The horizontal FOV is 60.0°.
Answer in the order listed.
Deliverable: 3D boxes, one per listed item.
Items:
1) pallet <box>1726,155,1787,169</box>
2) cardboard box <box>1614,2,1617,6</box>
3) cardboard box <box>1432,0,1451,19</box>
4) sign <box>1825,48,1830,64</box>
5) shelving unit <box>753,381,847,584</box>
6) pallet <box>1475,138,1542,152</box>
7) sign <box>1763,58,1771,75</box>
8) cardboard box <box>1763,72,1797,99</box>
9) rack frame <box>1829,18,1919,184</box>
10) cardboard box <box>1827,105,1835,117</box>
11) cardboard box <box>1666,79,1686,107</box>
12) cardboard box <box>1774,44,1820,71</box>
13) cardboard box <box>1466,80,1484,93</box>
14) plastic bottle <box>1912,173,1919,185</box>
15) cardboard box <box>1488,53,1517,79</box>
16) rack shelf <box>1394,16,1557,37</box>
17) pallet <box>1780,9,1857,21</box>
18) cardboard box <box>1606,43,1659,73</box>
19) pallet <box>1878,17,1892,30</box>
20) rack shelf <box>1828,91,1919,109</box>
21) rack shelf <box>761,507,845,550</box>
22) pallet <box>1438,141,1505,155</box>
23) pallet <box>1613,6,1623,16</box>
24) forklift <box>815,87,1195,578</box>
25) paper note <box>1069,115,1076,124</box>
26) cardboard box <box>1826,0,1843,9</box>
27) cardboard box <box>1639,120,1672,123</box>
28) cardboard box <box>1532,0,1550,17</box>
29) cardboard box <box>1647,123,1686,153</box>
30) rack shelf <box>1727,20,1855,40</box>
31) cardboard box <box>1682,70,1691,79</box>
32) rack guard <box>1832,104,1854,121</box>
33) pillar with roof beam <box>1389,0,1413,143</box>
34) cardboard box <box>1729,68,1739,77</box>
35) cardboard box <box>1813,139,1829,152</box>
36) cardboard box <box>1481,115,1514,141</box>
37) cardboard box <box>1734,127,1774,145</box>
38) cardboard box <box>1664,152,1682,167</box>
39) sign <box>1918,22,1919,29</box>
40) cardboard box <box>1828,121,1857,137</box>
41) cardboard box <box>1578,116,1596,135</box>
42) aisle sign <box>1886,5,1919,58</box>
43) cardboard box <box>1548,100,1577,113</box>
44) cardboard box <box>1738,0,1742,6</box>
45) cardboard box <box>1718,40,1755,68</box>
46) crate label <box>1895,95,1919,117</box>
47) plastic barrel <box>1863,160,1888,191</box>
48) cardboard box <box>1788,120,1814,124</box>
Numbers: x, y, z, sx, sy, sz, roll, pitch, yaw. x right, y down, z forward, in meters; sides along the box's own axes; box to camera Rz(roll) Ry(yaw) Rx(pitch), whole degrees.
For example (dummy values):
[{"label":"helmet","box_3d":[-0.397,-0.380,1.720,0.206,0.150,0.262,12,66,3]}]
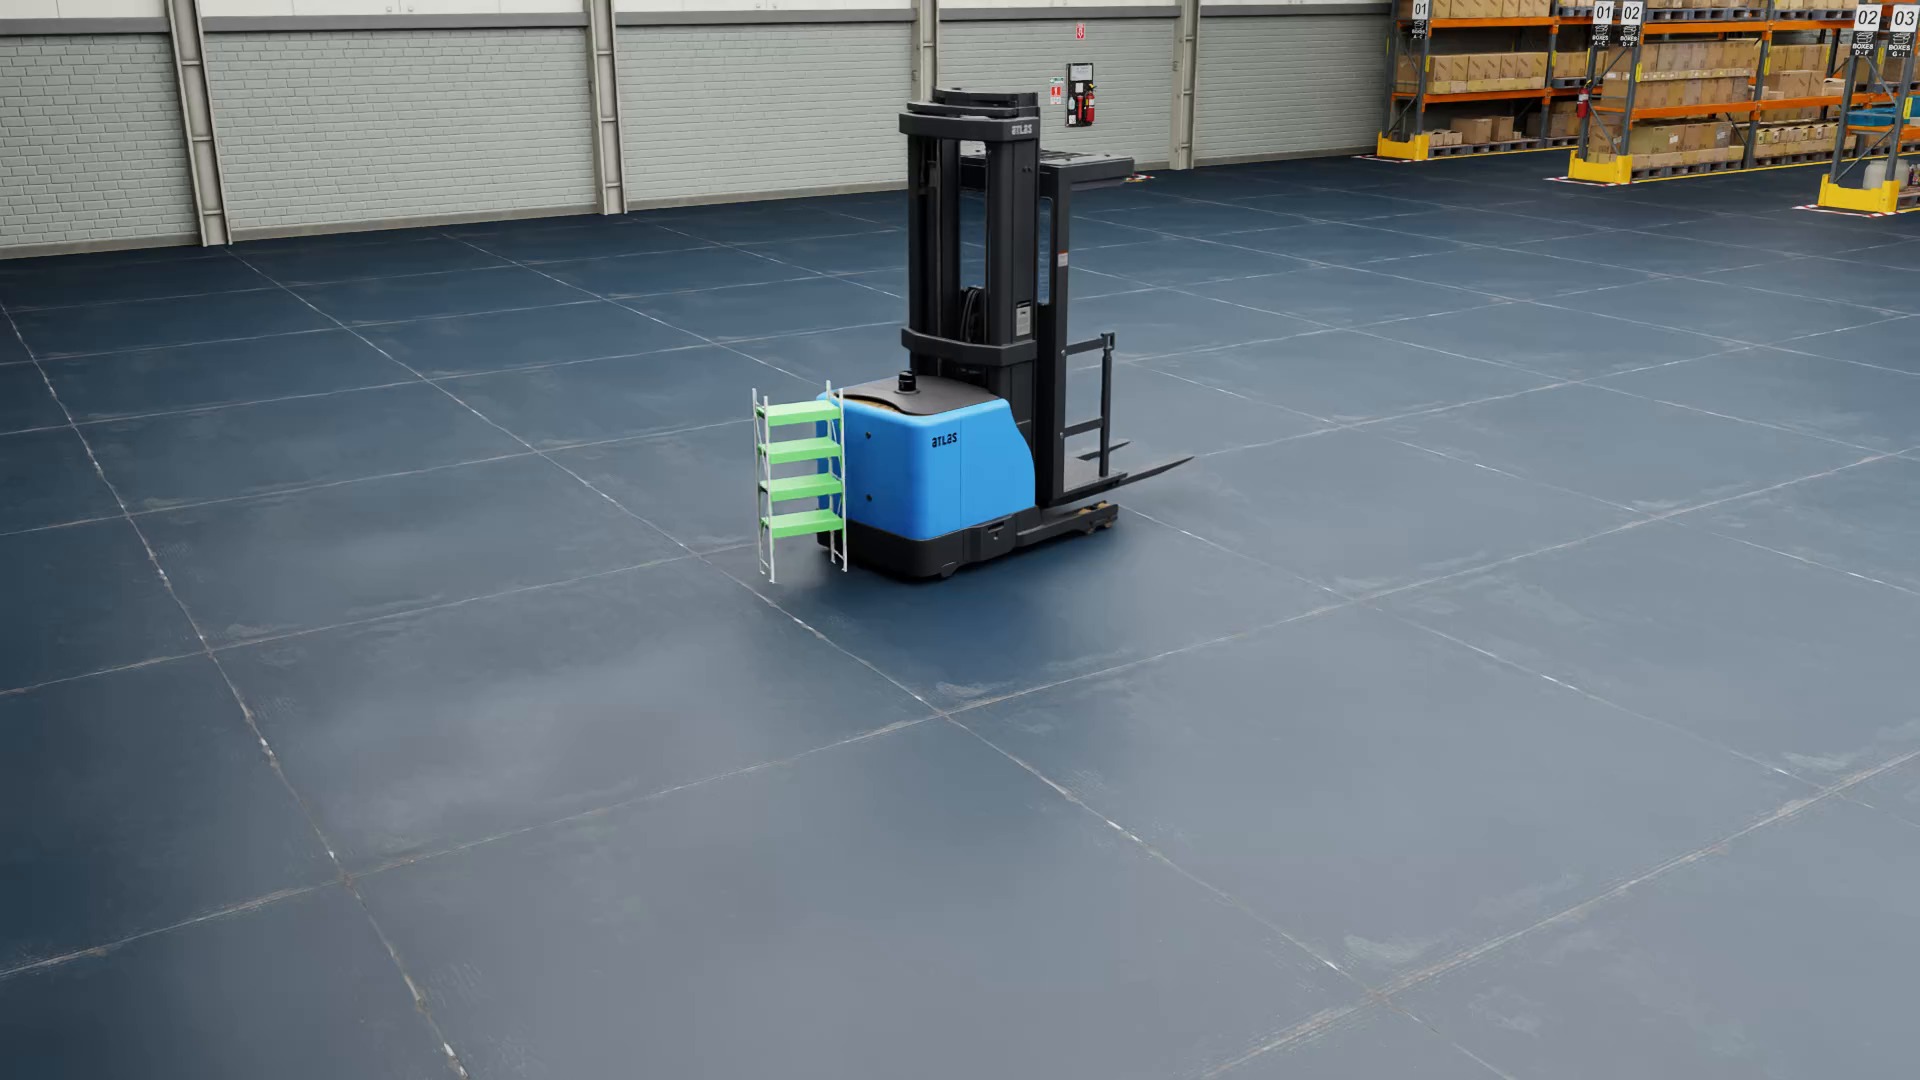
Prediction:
[{"label":"pallet","box_3d":[15.966,-7.723,33.759,1.213,0.211,1.003,-12,22,-31]},{"label":"cardboard box","box_3d":[14.851,-12.209,37.797,0.637,0.503,0.797,-9,20,-24]},{"label":"cardboard box","box_3d":[9.720,-10.993,34.208,0.500,0.500,0.500,-11,22,-30]},{"label":"sign","box_3d":[18.406,-10.263,35.234,0.005,0.325,0.100,-12,22,-31]},{"label":"shelving unit","box_3d":[-1.002,-0.363,10.444,0.503,1.200,0.258,-8,20,-23]},{"label":"pallet","box_3d":[12.103,-8.779,36.884,1.213,0.211,1.003,-12,22,-31]},{"label":"sign","box_3d":[15.678,-9.203,32.308,0.005,0.325,0.100,-12,22,-31]},{"label":"cardboard box","box_3d":[16.462,-9.175,33.544,0.500,0.500,0.500,-10,21,-28]},{"label":"rack frame","box_3d":[14.752,-6.874,26.893,0.127,3.000,1.000,-12,22,-31]},{"label":"cardboard box","box_3d":[22.137,-11.207,42.957,0.500,0.500,0.700,-12,22,-31]},{"label":"cardboard box","box_3d":[13.282,-8.505,31.563,0.500,0.500,0.700,-12,22,-31]},{"label":"cardboard box","box_3d":[21.003,-12.128,41.968,0.700,0.700,0.980,-13,23,-34]},{"label":"cardboard box","box_3d":[10.740,-9.646,35.298,0.500,0.250,0.500,-12,22,-32]},{"label":"plastic bottle","box_3d":[16.471,-6.229,28.667,0.097,0.201,0.097,0,19,0]},{"label":"cardboard box","box_3d":[11.579,-10.181,35.707,0.500,0.500,0.500,-13,22,-33]},{"label":"rack shelf","box_3d":[10.974,-10.956,35.408,4.000,0.370,1.077,-12,22,-31]},{"label":"pallet","box_3d":[17.263,-10.599,33.523,1.213,0.211,1.003,-11,21,-29]},{"label":"cardboard box","box_3d":[12.472,-8.949,30.851,0.500,0.500,0.700,-12,22,-31]},{"label":"pallet","box_3d":[15.497,-8.325,26.796,1.213,0.211,1.003,-12,22,-31]},{"label":"rack shelf","box_3d":[20.383,-9.620,36.139,4.000,0.370,1.077,-12,22,-31]},{"label":"rack shelf","box_3d":[-1.002,-0.075,10.541,0.480,0.148,0.258,-8,20,-23]},{"label":"pallet","box_3d":[11.083,-8.563,36.245,1.213,0.211,1.003,-12,22,-31]},{"label":"pallet","box_3d":[14.083,-11.824,37.145,1.003,0.211,1.213,-12,22,-31]},{"label":"forklift","box_3d":[0.450,-1.538,11.217,1.130,2.935,3.031,18,25,42]},{"label":"paper note","box_3d":[2.131,-7.966,31.500,0.142,0.148,0.016,-12,22,-31]},{"label":"cardboard box","box_3d":[17.453,-10.867,33.601,0.500,0.250,0.500,-12,22,-32]},{"label":"cardboard box","box_3d":[13.561,-7.893,32.374,0.500,0.500,0.500,-12,22,-31]},{"label":"cardboard box","box_3d":[12.356,-11.550,35.856,0.500,0.500,0.500,-11,22,-30]},{"label":"cardboard box","box_3d":[13.428,-7.666,31.703,0.500,0.500,0.500,-12,22,-31]},{"label":"rack shelf","box_3d":[17.042,-10.336,33.575,4.000,0.370,1.077,-12,22,-31]},{"label":"cardboard box","box_3d":[13.552,-8.793,31.401,0.250,0.149,0.380,-12,22,-32]},{"label":"rack guard","box_3d":[22.686,-11.162,43.480,0.348,0.500,1.175,-12,22,-31]},{"label":"pillar with roof beam","box_3d":[11.780,-11.569,31.414,0.400,9.000,9.100,-12,22,-31]},{"label":"cardboard box","box_3d":[14.838,-9.063,32.201,0.250,0.149,0.380,-13,22,-33]},{"label":"cardboard box","box_3d":[17.557,-8.167,34.357,0.500,0.250,0.500,-11,22,-30]},{"label":"cardboard box","box_3d":[11.799,-9.059,36.573,0.500,0.500,0.500,-14,23,-35]},{"label":"cardboard box","box_3d":[15.854,-8.072,33.200,0.500,0.311,0.500,-12,22,-31]},{"label":"cardboard box","box_3d":[13.435,-7.308,31.814,0.500,0.250,0.500,-12,22,-31]},{"label":"sign","box_3d":[15.051,-8.151,25.974,0.005,0.325,0.100,-12,22,-31]},{"label":"cardboard box","box_3d":[18.411,-8.612,34.798,0.500,0.311,0.500,-11,22,-30]},{"label":"cardboard box","box_3d":[14.102,-9.570,38.085,0.500,0.500,0.700,-12,22,-31]},{"label":"aisle sign","box_3d":[14.853,-8.014,26.207,0.004,0.787,0.394,-12,22,-31]},{"label":"cardboard box","box_3d":[13.616,-9.820,37.654,0.500,0.250,0.500,-12,22,-33]},{"label":"cardboard box","box_3d":[14.806,-10.619,32.258,0.500,0.500,0.500,-10,21,-27]},{"label":"cardboard box","box_3d":[15.005,-9.486,32.438,0.500,0.500,0.700,-12,22,-31]},{"label":"crate label","box_3d":[16.141,-7.287,28.060,0.616,0.435,0.502,-12,22,-31]},{"label":"plastic barrel","box_3d":[15.260,-6.030,27.628,0.421,0.512,0.421,0,19,0]},{"label":"cardboard box","box_3d":[17.680,-8.662,34.944,0.500,0.311,0.500,-13,22,-33]}]
